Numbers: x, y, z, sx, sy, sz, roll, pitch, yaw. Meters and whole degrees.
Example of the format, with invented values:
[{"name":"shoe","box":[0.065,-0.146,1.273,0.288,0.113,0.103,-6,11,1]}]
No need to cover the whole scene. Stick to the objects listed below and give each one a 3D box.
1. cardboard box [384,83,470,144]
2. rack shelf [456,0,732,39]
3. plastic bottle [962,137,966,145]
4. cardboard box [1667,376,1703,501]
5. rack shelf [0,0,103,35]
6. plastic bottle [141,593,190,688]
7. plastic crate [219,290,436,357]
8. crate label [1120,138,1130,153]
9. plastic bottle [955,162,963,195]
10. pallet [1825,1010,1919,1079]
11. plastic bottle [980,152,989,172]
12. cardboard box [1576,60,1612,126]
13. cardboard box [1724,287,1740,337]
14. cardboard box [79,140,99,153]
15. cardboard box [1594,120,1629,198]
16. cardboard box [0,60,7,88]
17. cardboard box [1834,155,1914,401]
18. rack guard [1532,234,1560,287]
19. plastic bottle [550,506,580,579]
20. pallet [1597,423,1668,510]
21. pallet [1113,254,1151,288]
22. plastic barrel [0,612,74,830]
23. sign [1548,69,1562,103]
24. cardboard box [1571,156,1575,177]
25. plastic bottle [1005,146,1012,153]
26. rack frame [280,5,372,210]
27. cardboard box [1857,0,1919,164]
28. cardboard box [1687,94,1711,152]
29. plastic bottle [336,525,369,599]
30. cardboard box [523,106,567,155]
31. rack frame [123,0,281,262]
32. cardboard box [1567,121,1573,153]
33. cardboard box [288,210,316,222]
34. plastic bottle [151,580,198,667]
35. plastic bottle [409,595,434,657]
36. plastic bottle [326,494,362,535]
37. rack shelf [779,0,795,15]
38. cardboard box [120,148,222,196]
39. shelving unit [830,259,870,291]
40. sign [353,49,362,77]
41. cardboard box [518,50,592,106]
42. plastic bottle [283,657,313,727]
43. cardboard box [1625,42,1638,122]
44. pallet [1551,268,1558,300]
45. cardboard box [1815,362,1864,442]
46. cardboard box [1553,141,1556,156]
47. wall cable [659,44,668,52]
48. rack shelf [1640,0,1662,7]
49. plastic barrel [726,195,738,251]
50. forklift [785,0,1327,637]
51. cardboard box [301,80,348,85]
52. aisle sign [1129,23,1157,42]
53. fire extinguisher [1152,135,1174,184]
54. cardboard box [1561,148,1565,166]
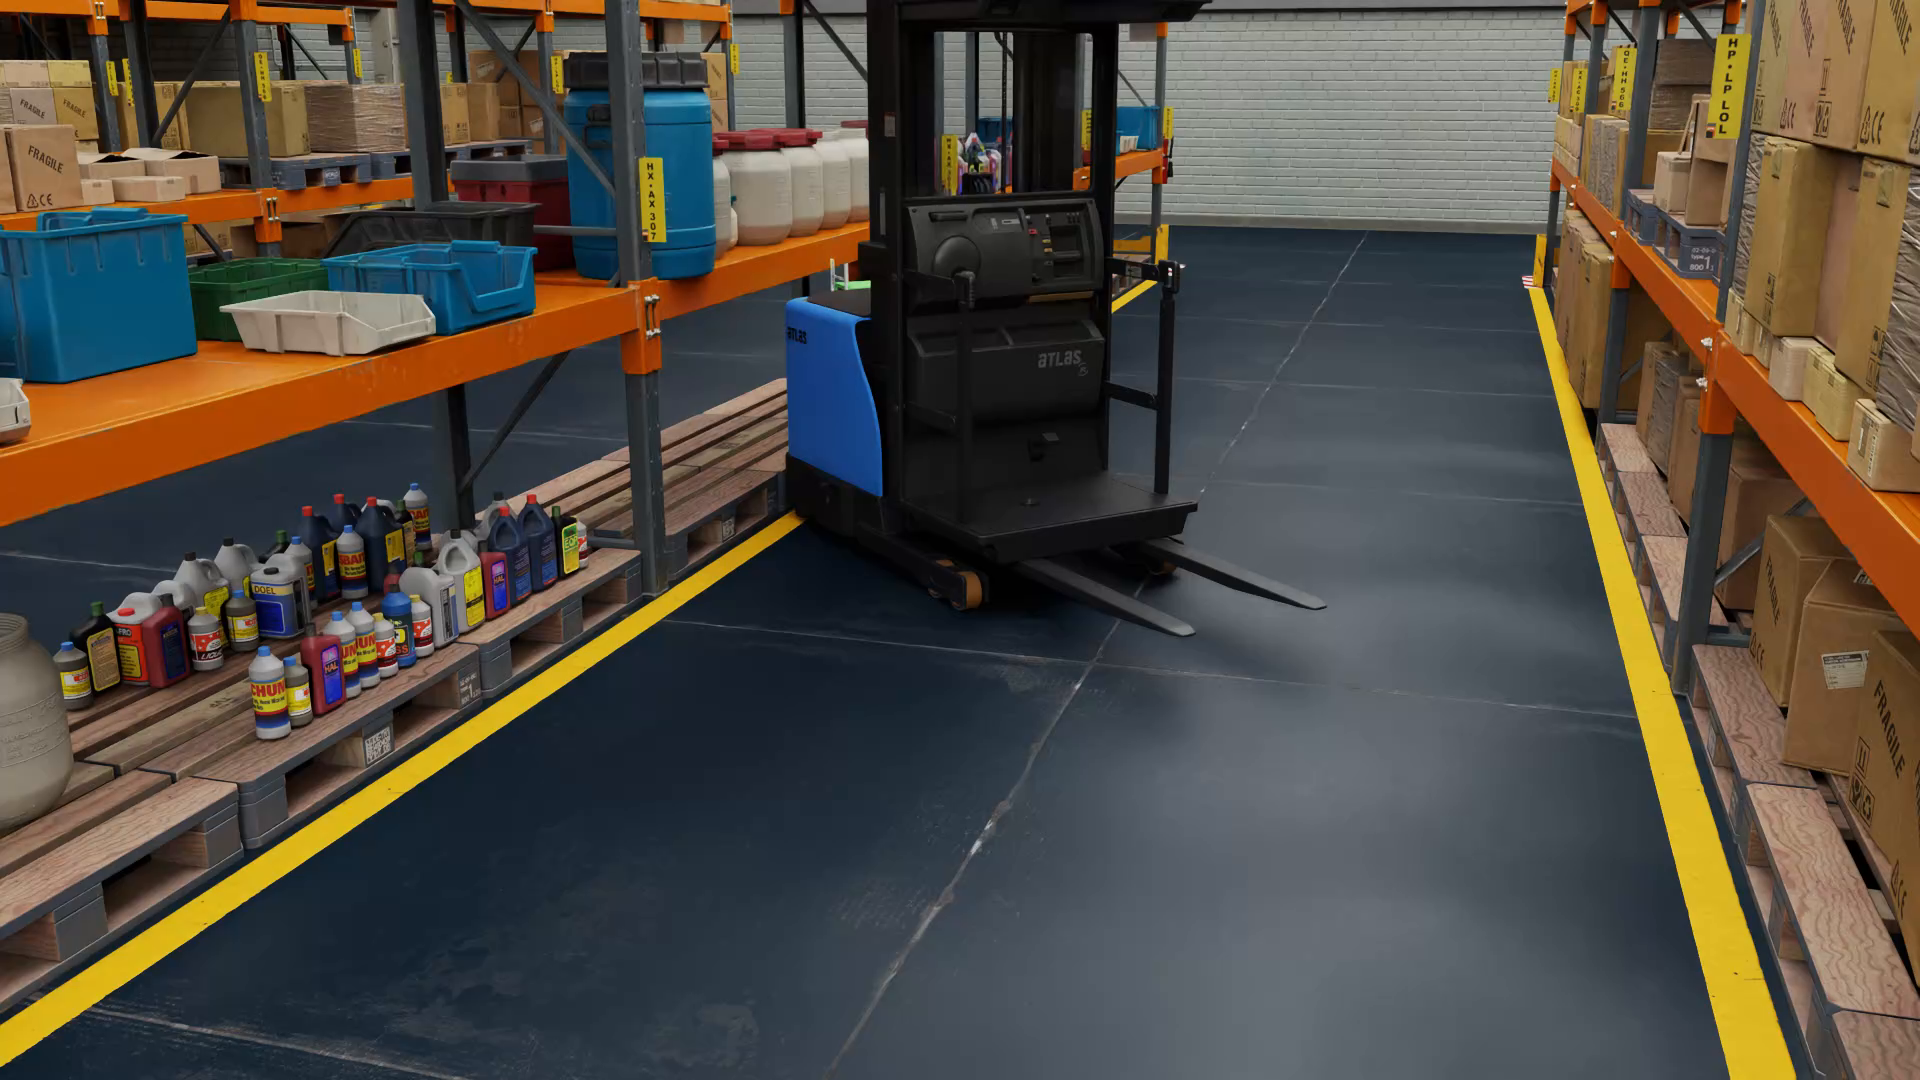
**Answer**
[{"name":"cardboard box","box":[-4.692,-3.686,14.375,0.700,0.500,0.500,7,17,25]},{"name":"rack shelf","box":[-3.639,-5.347,17.007,1.077,0.370,4.000,5,16,16]},{"name":"plastic bottle","box":[0.027,-3.223,13.910,0.061,0.283,0.133,5,16,16]},{"name":"cardboard box","box":[3.681,-0.449,7.689,0.700,0.500,0.500,6,17,21]},{"name":"rack shelf","box":[-9.527,-4.684,14.668,1.077,0.370,4.000,5,16,16]},{"name":"plastic bottle","box":[-2.568,0.322,5.368,0.061,0.283,0.133,5,16,16]},{"name":"plastic crate","box":[-1.952,-0.678,5.205,0.530,0.136,0.437,5,16,16]},{"name":"crate label","box":[1.467,-3.914,16.504,0.396,0.136,0.243,5,16,16]},{"name":"plastic bottle","box":[-0.026,-2.410,11.043,0.061,0.283,0.133,5,16,16]},{"name":"pallet","box":[2.165,1.293,2.883,1.003,0.211,1.213,5,16,16]},{"name":"plastic bottle","box":[0.158,-2.592,11.706,0.097,0.271,0.097,0,16,0]},{"name":"cardboard box","box":[5.163,-3.531,13.136,0.500,0.500,0.500,5,17,17]},{"name":"cardboard box","box":[2.666,-0.711,5.300,0.380,0.149,0.250,5,16,16]},{"name":"cardboard box","box":[-8.783,-3.889,16.466,0.380,0.149,0.250,5,17,16]},{"name":"cardboard box","box":[4.492,-2.507,10.988,0.500,0.500,0.500,5,17,17]},{"name":"cardboard box","box":[-9.145,-4.263,15.224,0.500,0.250,0.500,5,17,17]},{"name":"cardboard box","box":[2.425,-0.549,3.540,0.875,0.500,0.500,5,16,16]},{"name":"rack guard","box":[6.433,-2.808,16.814,1.175,0.500,0.348,5,16,16]},{"name":"plastic bottle","box":[-1.554,-0.003,6.513,0.061,0.283,0.133,5,17,19]},{"name":"pallet","box":[3.929,-0.366,8.732,1.003,0.211,1.213,5,16,16]},{"name":"pallet","box":[1.405,-2.834,17.435,1.003,0.211,1.213,5,16,16]},{"name":"plastic barrel","box":[-2.614,0.483,4.419,0.421,0.512,0.421,0,16,0]},{"name":"sign","box":[5.895,-4.504,16.479,0.100,0.325,0.005,5,16,16]},{"name":"cardboard box","box":[5.135,-3.010,13.404,0.380,0.149,0.250,5,17,17]},{"name":"plastic bottle","box":[0.387,-2.831,12.540,0.152,0.276,0.135,5,16,16]},{"name":"rack frame","box":[-7.822,-5.157,20.513,1.000,3.000,0.127,5,16,16]},{"name":"cardboard box","box":[2.229,-1.046,3.459,0.500,0.500,0.500,5,16,16]},{"name":"cardboard box","box":[4.037,-2.017,8.492,0.500,0.500,0.500,3,16,9]},{"name":"plastic bottle","box":[-2.286,0.078,6.251,0.097,0.271,0.097,0,16,0]},{"name":"cardboard box","box":[-3.802,-3.888,15.855,0.500,0.500,0.500,5,17,17]},{"name":"rack frame","box":[-5.345,-2.681,11.784,1.000,3.000,0.127,5,16,16]},{"name":"cardboard box","box":[5.452,-3.434,14.169,0.500,0.250,0.500,5,17,17]},{"name":"cardboard box","box":[-8.067,-3.835,19.663,0.700,0.500,0.500,5,16,16]},{"name":"plastic bottle","box":[-2.631,0.281,5.525,0.152,0.276,0.135,4,16,14]},{"name":"plastic bottle","box":[-1.843,0.286,5.645,0.097,0.201,0.097,0,16,0]},{"name":"plastic bottle","box":[-2.360,-0.007,6.407,0.144,0.351,0.185,5,17,17]},{"name":"rack shelf","box":[-1.165,-2.869,8.270,1.077,0.370,4.000,5,16,16]},{"name":"cardboard box","box":[-5.490,-2.546,11.472,0.500,0.311,0.500,6,17,19]},{"name":"shelving unit","box":[-0.385,-0.853,8.638,0.503,1.200,0.258,-7,17,-22]},{"name":"sign","box":[-7.305,-5.782,20.162,0.100,0.325,0.005,5,16,16]},{"name":"cardboard box","box":[-3.804,-4.358,15.681,0.500,0.500,0.500,5,17,17]},{"name":"plastic bottle","box":[-2.026,0.455,5.051,0.097,0.201,0.097,0,16,0]},{"name":"cardboard box","box":[4.748,-2.979,10.812,0.797,0.503,0.637,5,17,18]},{"name":"pallet","box":[6.274,-2.448,16.072,1.003,0.211,1.213,5,16,16]},{"name":"cardboard box","box":[2.253,-0.318,3.913,0.380,0.149,0.250,5,16,16]},{"name":"cardboard box","box":[6.008,-3.816,16.248,0.380,0.149,0.250,5,17,17]},{"name":"wall cable","box":[-5.872,-8.001,25.238,3.097,2.526,0.112,5,16,16]},{"name":"rack shelf","box":[3.584,-2.485,6.916,1.077,0.370,4.000,5,16,16]},{"name":"plastic barrel","box":[-1.210,-1.517,7.934,0.301,0.262,0.301,0,16,0]},{"name":"forklift","box":[0.313,-1.262,6.908,1.130,2.935,3.031,-9,18,-29]},{"name":"cardboard box","box":[-7.957,-5.167,19.999,0.980,0.700,0.700,5,17,18]},{"name":"aisle sign","box":[1.978,-5.635,17.436,0.394,0.787,0.004,5,16,16]},{"name":"fire extinguisher","box":[2.156,-4.176,17.881,0.296,0.674,0.183,5,16,16]},{"name":"cardboard box","box":[5.573,-3.414,14.829,0.380,0.149,0.250,4,16,14]}]
